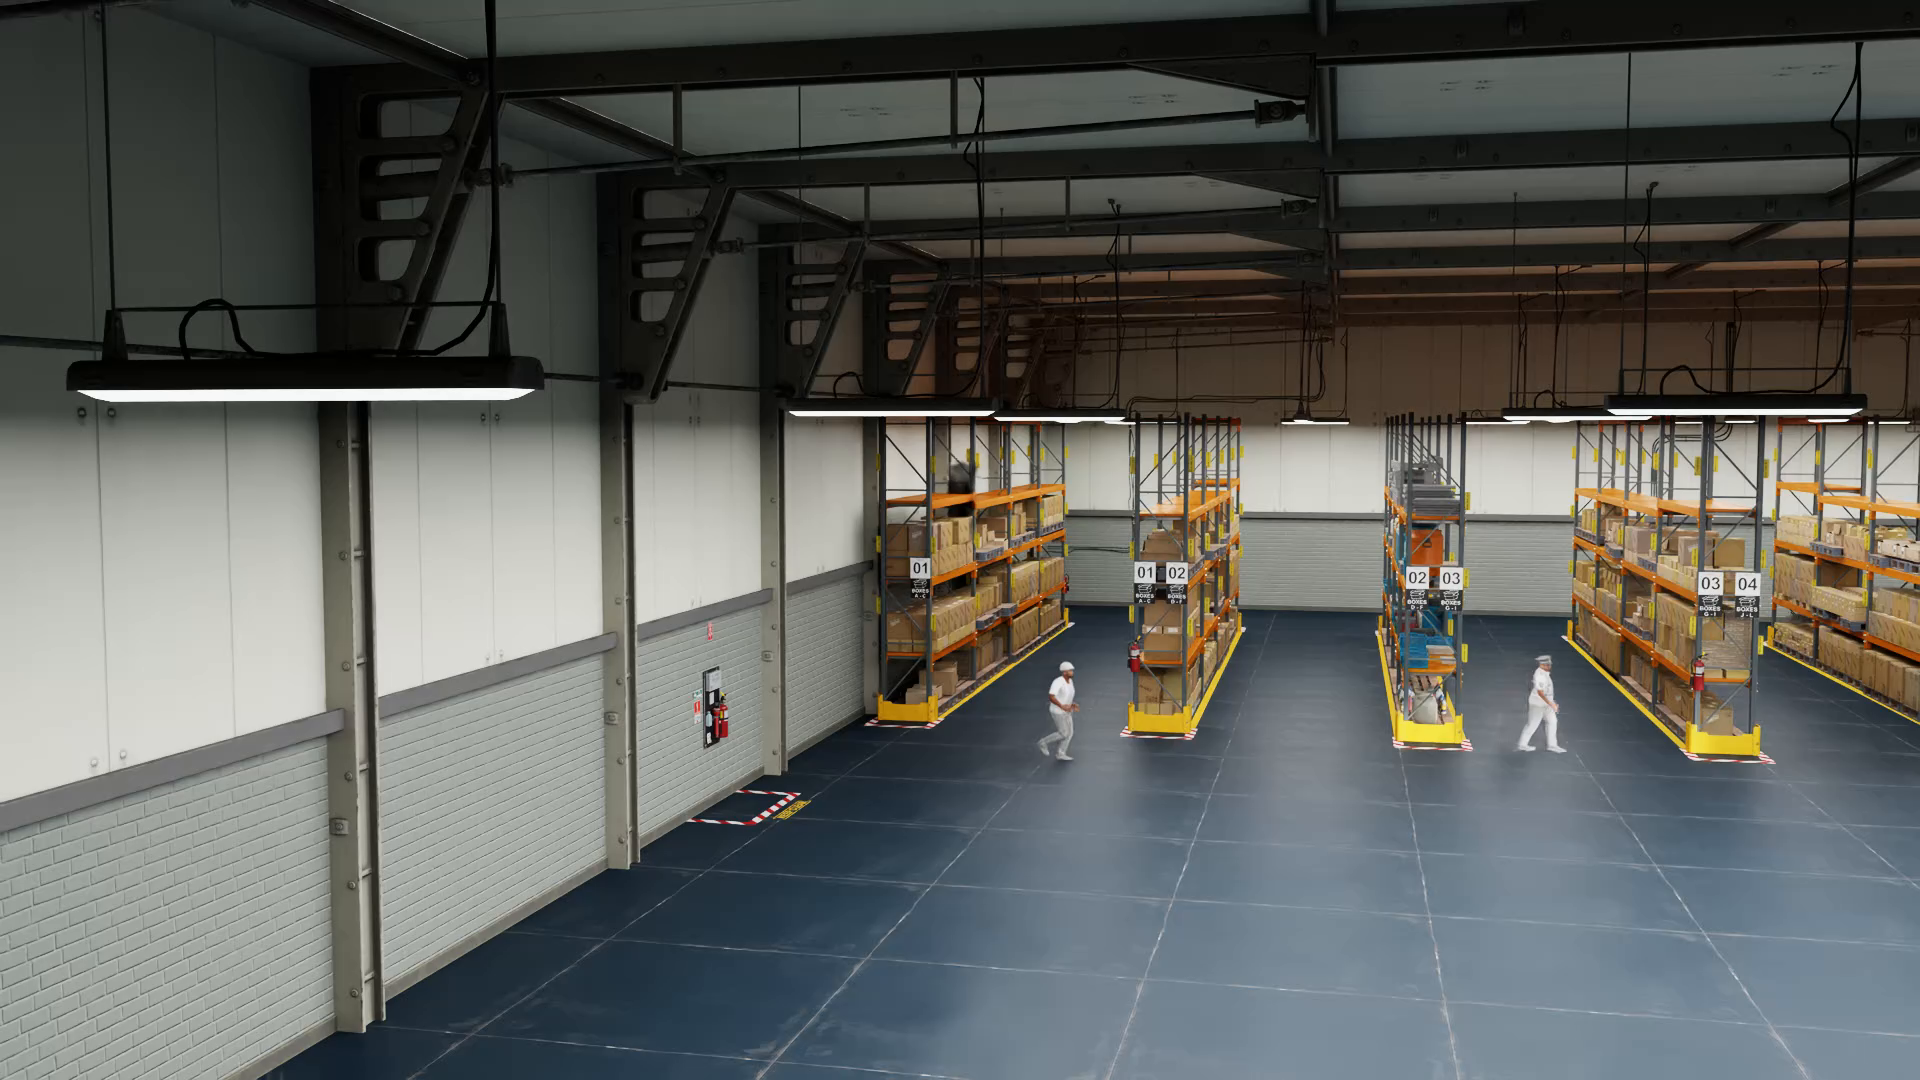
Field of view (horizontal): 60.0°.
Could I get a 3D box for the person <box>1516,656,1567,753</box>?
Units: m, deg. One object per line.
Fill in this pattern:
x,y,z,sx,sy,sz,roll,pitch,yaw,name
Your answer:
10.173,2.875,29.099,0.810,1.723,0.600,2,4,30,person

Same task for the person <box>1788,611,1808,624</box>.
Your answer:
22.499,1.910,44.422,0.705,1.675,0.570,1,4,15,person

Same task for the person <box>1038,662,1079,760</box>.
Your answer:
1.685,2.942,28.644,0.683,1.712,0.703,2,4,29,person
